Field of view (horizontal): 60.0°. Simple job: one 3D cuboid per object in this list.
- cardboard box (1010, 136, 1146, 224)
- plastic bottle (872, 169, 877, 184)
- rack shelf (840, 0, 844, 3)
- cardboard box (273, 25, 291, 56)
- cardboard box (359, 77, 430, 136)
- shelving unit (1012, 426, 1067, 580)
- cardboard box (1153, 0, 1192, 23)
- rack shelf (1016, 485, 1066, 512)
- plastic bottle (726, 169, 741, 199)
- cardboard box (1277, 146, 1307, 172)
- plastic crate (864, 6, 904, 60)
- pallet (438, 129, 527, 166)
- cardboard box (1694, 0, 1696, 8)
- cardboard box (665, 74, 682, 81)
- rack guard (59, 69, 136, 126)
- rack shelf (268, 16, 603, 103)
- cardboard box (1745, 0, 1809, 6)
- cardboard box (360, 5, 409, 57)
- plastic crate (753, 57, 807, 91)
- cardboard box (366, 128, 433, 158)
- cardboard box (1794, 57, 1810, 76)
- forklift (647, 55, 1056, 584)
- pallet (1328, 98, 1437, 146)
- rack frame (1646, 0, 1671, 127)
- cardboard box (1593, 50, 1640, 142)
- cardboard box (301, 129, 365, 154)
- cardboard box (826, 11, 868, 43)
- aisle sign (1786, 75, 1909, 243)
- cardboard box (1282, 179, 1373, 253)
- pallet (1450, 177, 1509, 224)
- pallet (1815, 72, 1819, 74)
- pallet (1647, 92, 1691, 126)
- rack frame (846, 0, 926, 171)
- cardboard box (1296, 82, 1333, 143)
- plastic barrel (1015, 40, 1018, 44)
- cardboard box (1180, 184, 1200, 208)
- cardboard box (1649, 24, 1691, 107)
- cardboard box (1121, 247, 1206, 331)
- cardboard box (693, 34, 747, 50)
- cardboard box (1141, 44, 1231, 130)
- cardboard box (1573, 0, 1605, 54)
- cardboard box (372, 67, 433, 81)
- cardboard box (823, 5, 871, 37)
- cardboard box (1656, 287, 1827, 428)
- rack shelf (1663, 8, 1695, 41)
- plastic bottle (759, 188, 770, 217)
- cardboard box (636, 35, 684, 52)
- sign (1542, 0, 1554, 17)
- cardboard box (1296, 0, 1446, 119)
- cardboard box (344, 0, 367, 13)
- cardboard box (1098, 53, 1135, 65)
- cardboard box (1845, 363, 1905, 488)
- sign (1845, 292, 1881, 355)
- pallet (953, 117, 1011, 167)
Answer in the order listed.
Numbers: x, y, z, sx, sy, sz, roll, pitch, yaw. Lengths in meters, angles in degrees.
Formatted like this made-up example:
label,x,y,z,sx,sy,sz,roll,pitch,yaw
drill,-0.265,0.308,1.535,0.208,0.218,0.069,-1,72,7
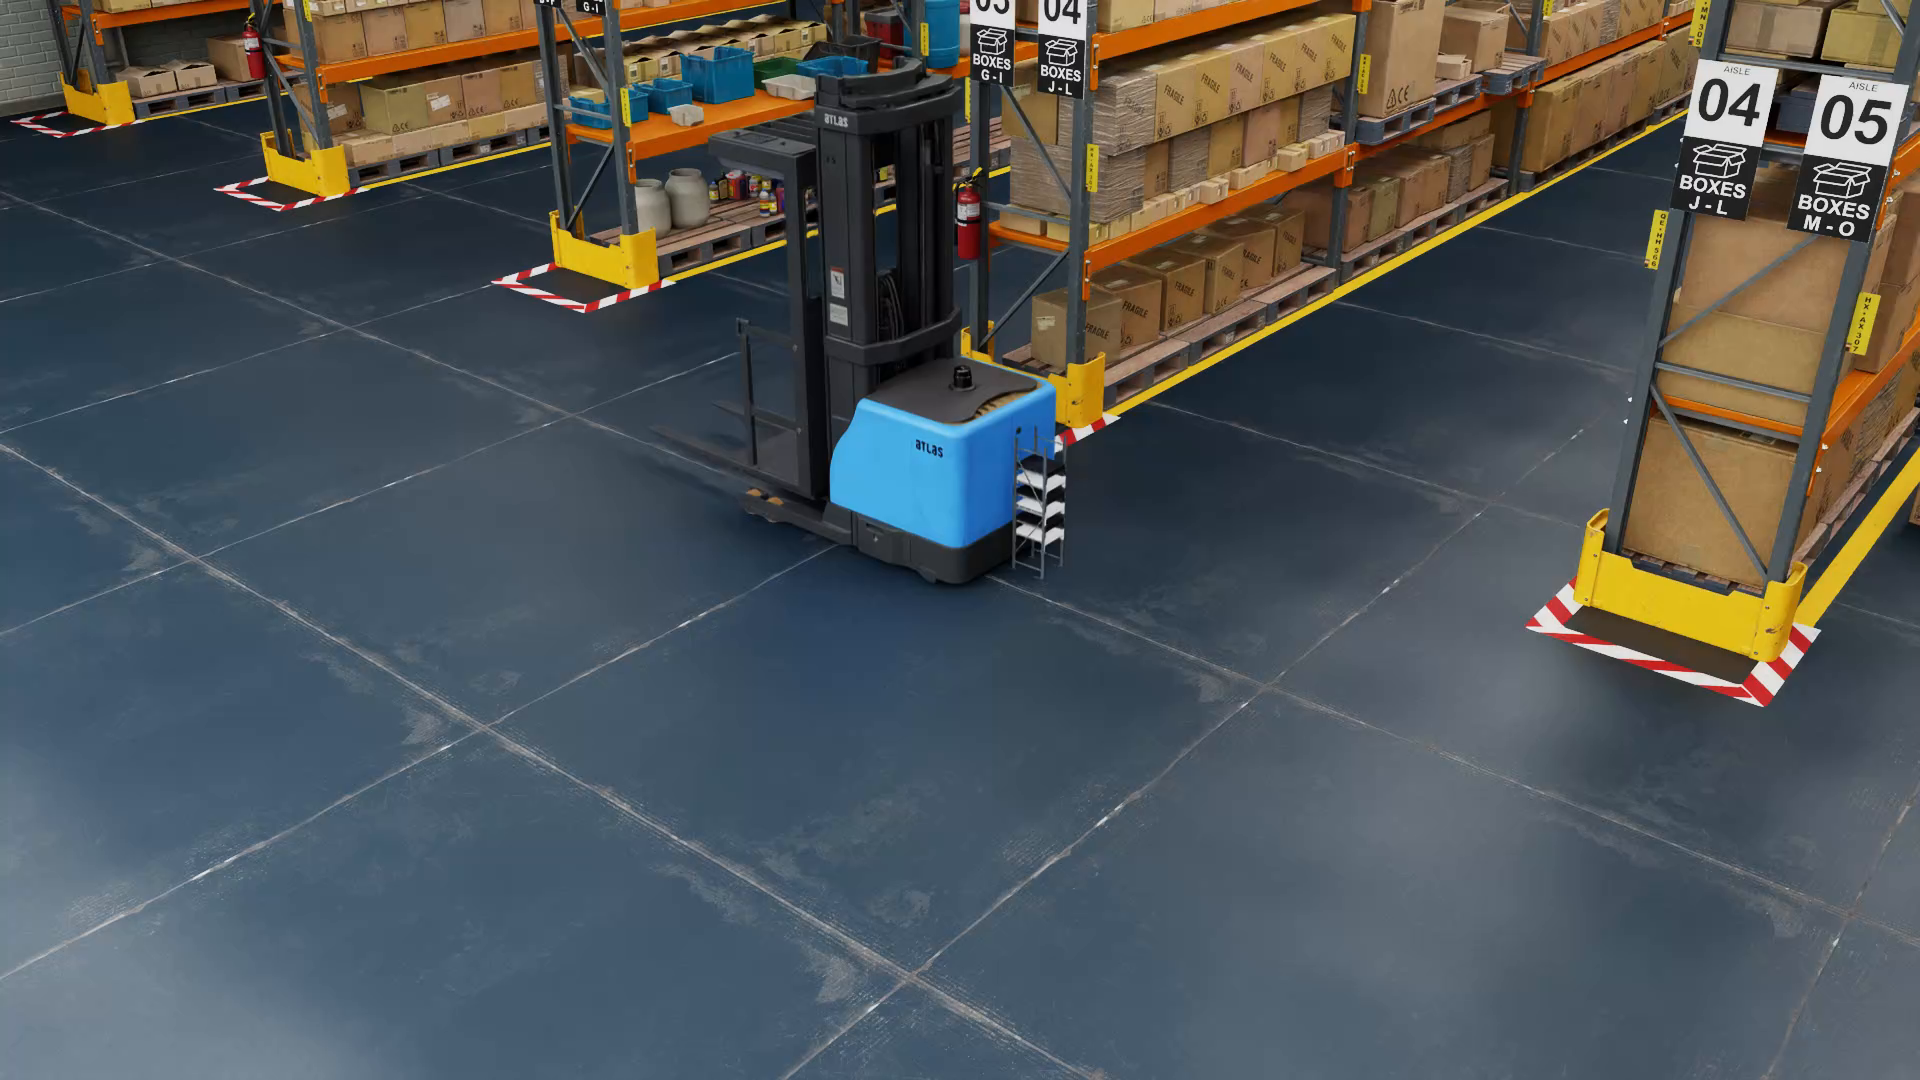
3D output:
label,x,y,z,sx,sy,sz,roll,pitch,yaw
cardboard box,0.866,-2.716,12.303,0.875,0.500,0.500,21,34,34
plastic bottle,-0.970,-3.925,17.476,0.144,0.351,0.185,20,33,33
rack shelf,-0.786,-8.475,24.651,1.077,0.370,4.000,21,34,34
cardboard box,-9.057,-6.819,22.909,0.500,0.500,0.500,18,32,31
cardboard box,-6.317,-4.850,18.581,0.500,0.500,0.500,21,34,34
shelving unit,0.485,-0.221,10.198,0.258,0.900,0.210,20,33,33
cardboard box,1.324,-3.898,11.920,0.500,0.250,0.500,20,33,33
rack shelf,0.485,-0.271,10.172,0.258,0.077,0.200,20,33,33
plastic bottle,-2.316,-3.646,17.020,0.152,0.276,0.135,21,34,35
cardboard box,2.685,-3.219,13.981,0.380,0.149,0.250,21,34,34
plastic crate,-0.711,-5.508,18.063,0.402,0.464,0.583,21,34,34
pallet,-5.916,-4.725,19.653,1.003,0.211,1.213,21,34,34
cardboard box,9.073,-6.784,20.872,0.380,0.149,0.250,20,33,33
cardboard box,-3.829,-5.884,21.395,0.500,0.250,0.500,22,34,36
rack guard,-10.923,-5.612,21.055,1.175,0.500,0.348,21,34,34
rack shelf,-5.875,-5.639,19.168,1.077,0.370,4.000,21,34,34
cardboard box,4.210,-2.892,8.650,0.380,0.149,0.250,21,34,35
cardboard box,-6.510,-5.643,18.285,0.700,0.500,0.500,22,34,36
plastic crate,-1.864,-4.725,16.851,0.450,0.188,0.662,21,34,34
cardboard box,-6.319,-4.518,18.754,0.500,0.250,0.500,21,34,34
cardboard box,4.369,-2.625,9.002,0.380,0.149,0.250,21,34,35
forklift,-0.845,-1.581,10.616,3.031,2.935,1.130,21,34,34
pallet,3.638,-3.914,15.260,1.003,0.211,1.213,21,34,34
rack frame,8.128,-6.607,20.257,1.000,3.000,0.127,21,34,34
cardboard box,7.168,-5.300,19.586,1.225,0.875,0.875,19,33,33
cardboard box,-7.034,-4.491,18.702,0.500,0.250,0.500,21,34,34
cardboard box,-1.548,-7.249,23.739,0.500,0.500,0.500,22,35,36
aisle sign,4.444,-1.909,8.346,0.394,0.787,0.004,21,34,34
cardboard box,3.446,-3.067,15.657,0.700,0.500,0.500,18,32,31
pallet,5.085,-3.674,17.622,1.003,0.211,1.213,21,34,34
pallet,5.497,-2.861,9.847,1.003,0.211,1.213,21,34,34
pallet,8.672,-5.615,21.375,1.003,0.211,1.213,21,34,34
rack frame,-0.783,-5.218,17.573,1.000,3.000,0.127,21,34,34
cardboard box,2.705,-3.806,14.410,0.875,0.500,0.500,21,34,34
plastic barrel,0.462,-5.814,18.576,0.433,0.535,0.433,0,27,0
cardboard box,1.650,-2.718,13.012,0.380,0.149,0.250,21,34,34
cardboard box,8.609,-6.061,21.056,0.875,0.875,0.875,21,34,34
cardboard box,1.672,-2.084,13.777,0.500,0.500,0.500,25,36,39
cardboard box,-3.171,-6.501,21.977,0.500,0.311,0.500,22,34,36
cardboard box,1.695,-3.442,12.617,0.500,0.500,0.500,21,34,34
cardboard box,6.752,-5.692,18.380,0.500,0.500,0.500,20,33,34
cardboard box,-6.411,-5.183,19.225,0.500,0.500,0.500,21,34,34
cardboard box,-1.644,-7.571,24.362,0.500,0.500,0.500,22,35,36
cardboard box,4.459,-1.079,9.407,0.875,0.550,0.550,21,34,34
rack shelf,9.400,-6.997,21.793,1.077,0.370,4.000,21,34,34
plastic bottle,-1.933,-3.336,16.424,0.097,0.271,0.097,0,27,0
cardboard box,-3.921,-6.472,21.920,0.500,0.311,0.500,21,34,34
sign,6.008,-5.513,16.968,0.100,0.325,0.005,21,34,34
cardboard box,3.653,-4.465,15.006,1.000,1.000,1.000,21,34,35
cardboard box,-6.565,-5.752,17.790,0.380,0.149,0.250,20,33,33
cardboard box,0.968,-3.419,12.575,0.500,0.500,0.500,21,34,34
cardboard box,5.778,-1.005,11.283,0.875,0.875,0.875,21,34,35
sign,4.682,-1.123,8.627,0.100,0.325,0.005,21,34,34
pallet,0.463,-4.704,19.614,1.003,0.211,1.213,21,34,34
